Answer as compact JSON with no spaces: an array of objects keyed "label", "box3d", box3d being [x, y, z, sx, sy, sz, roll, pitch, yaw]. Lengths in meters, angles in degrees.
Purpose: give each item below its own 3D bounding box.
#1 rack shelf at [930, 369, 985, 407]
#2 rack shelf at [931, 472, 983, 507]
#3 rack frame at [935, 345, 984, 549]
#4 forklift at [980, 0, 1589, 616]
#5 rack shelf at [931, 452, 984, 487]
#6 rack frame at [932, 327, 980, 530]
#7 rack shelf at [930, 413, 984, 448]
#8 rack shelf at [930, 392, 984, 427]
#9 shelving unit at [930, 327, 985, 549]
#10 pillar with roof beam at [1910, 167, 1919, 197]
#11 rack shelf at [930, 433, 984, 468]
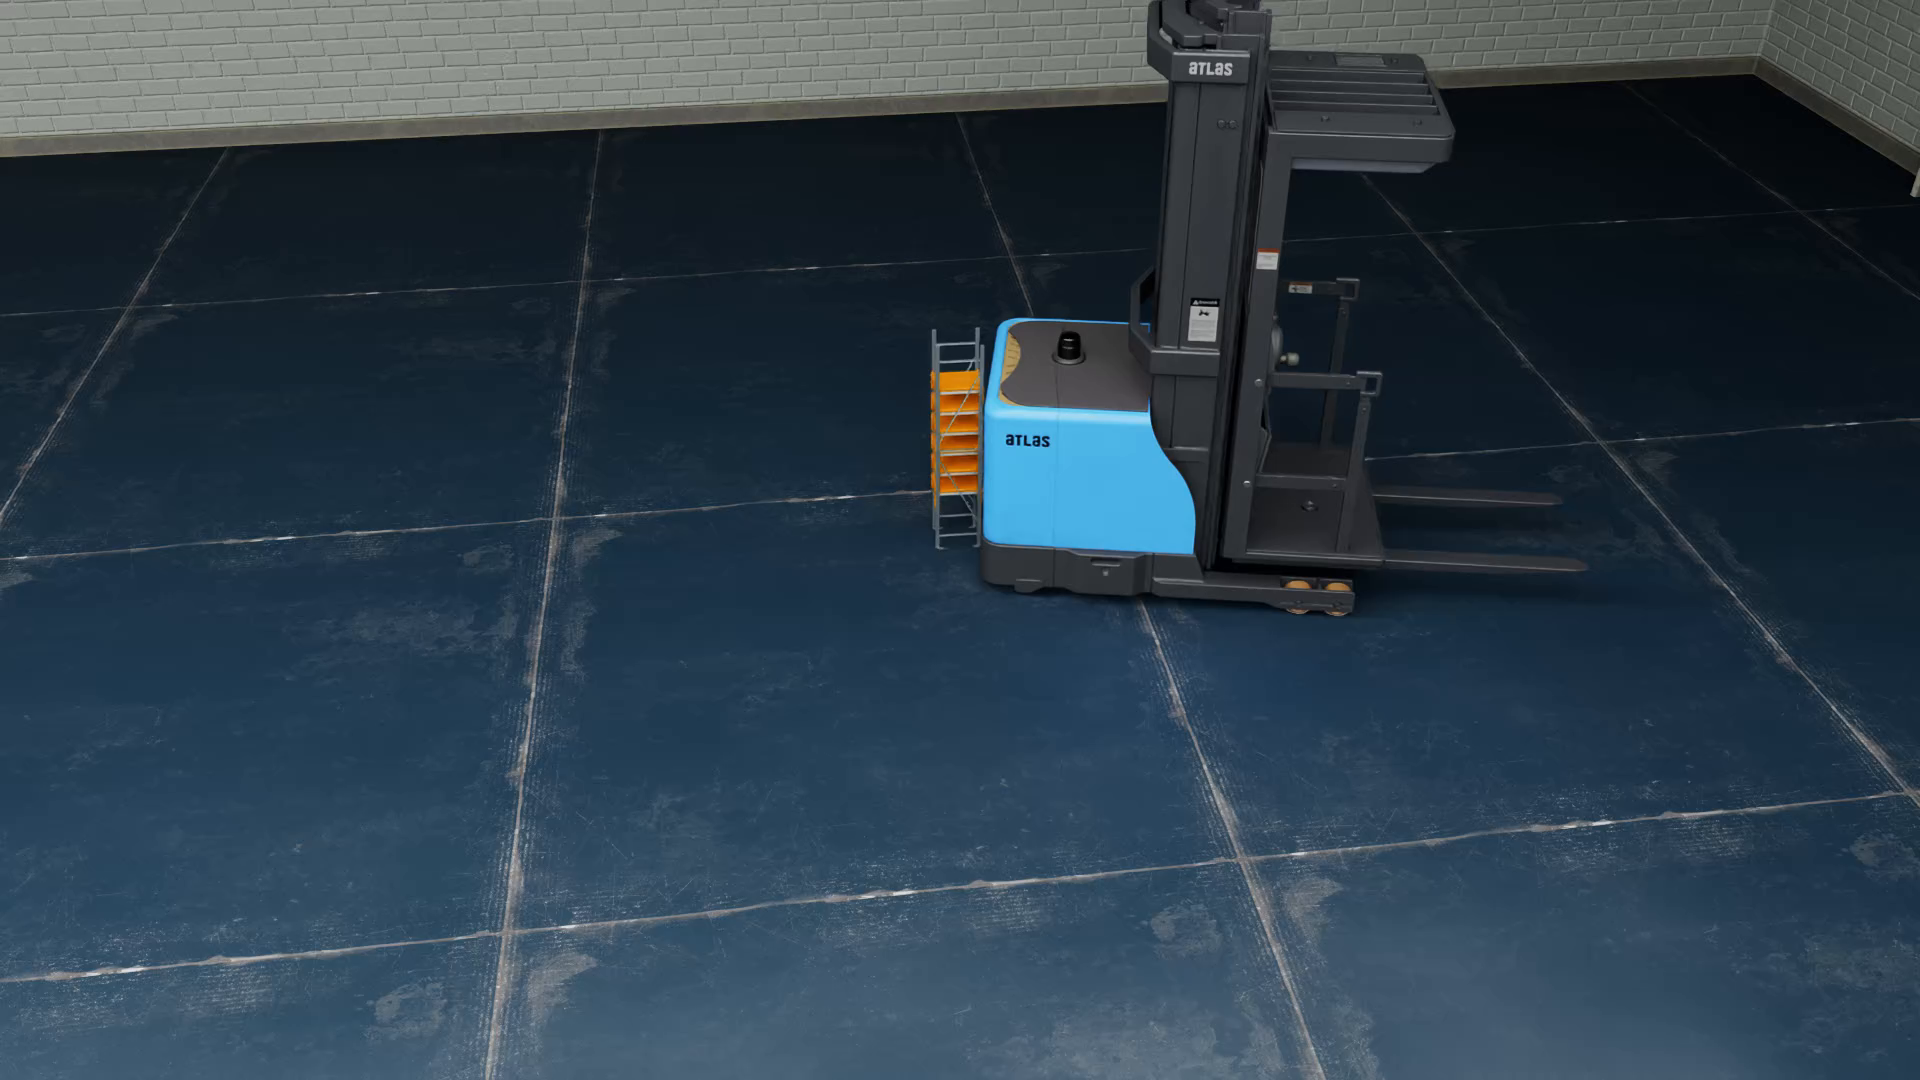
[{"label":"rack shelf","box3d":[-0.013,-0.768,8.377,0.258,0.103,0.180,-3,35,-5]},{"label":"rack shelf","box3d":[-0.017,-0.273,8.716,0.258,0.103,0.180,-3,35,-5]},{"label":"rack frame","box3d":[-0.005,-0.456,8.480,0.240,1.200,0.006,-3,35,-5]},{"label":"forklift","box3d":[1.652,-1.146,7.958,3.031,2.935,1.130,3,34,4]},{"label":"rack shelf","box3d":[-0.016,-0.372,8.648,0.258,0.103,0.180,-3,35,-5]},{"label":"rack frame","box3d":[-0.025,-0.559,8.630,0.240,1.200,0.006,-3,35,-5]},{"label":"rack shelf","box3d":[-0.014,-0.570,8.513,0.258,0.103,0.180,-3,35,-5]},{"label":"rack shelf","box3d":[-0.014,-0.669,8.445,0.258,0.103,0.180,-3,35,-5]},{"label":"shelving unit","box3d":[-0.015,-0.507,8.555,0.258,1.200,0.189,-3,35,-5]},{"label":"pillar with roof beam","box3d":[3.213,-5.953,9.623,9.100,9.000,0.400,-4,35,-6]},{"label":"rack shelf","box3d":[-0.015,-0.471,8.580,0.258,0.103,0.180,-3,35,-5]}]
